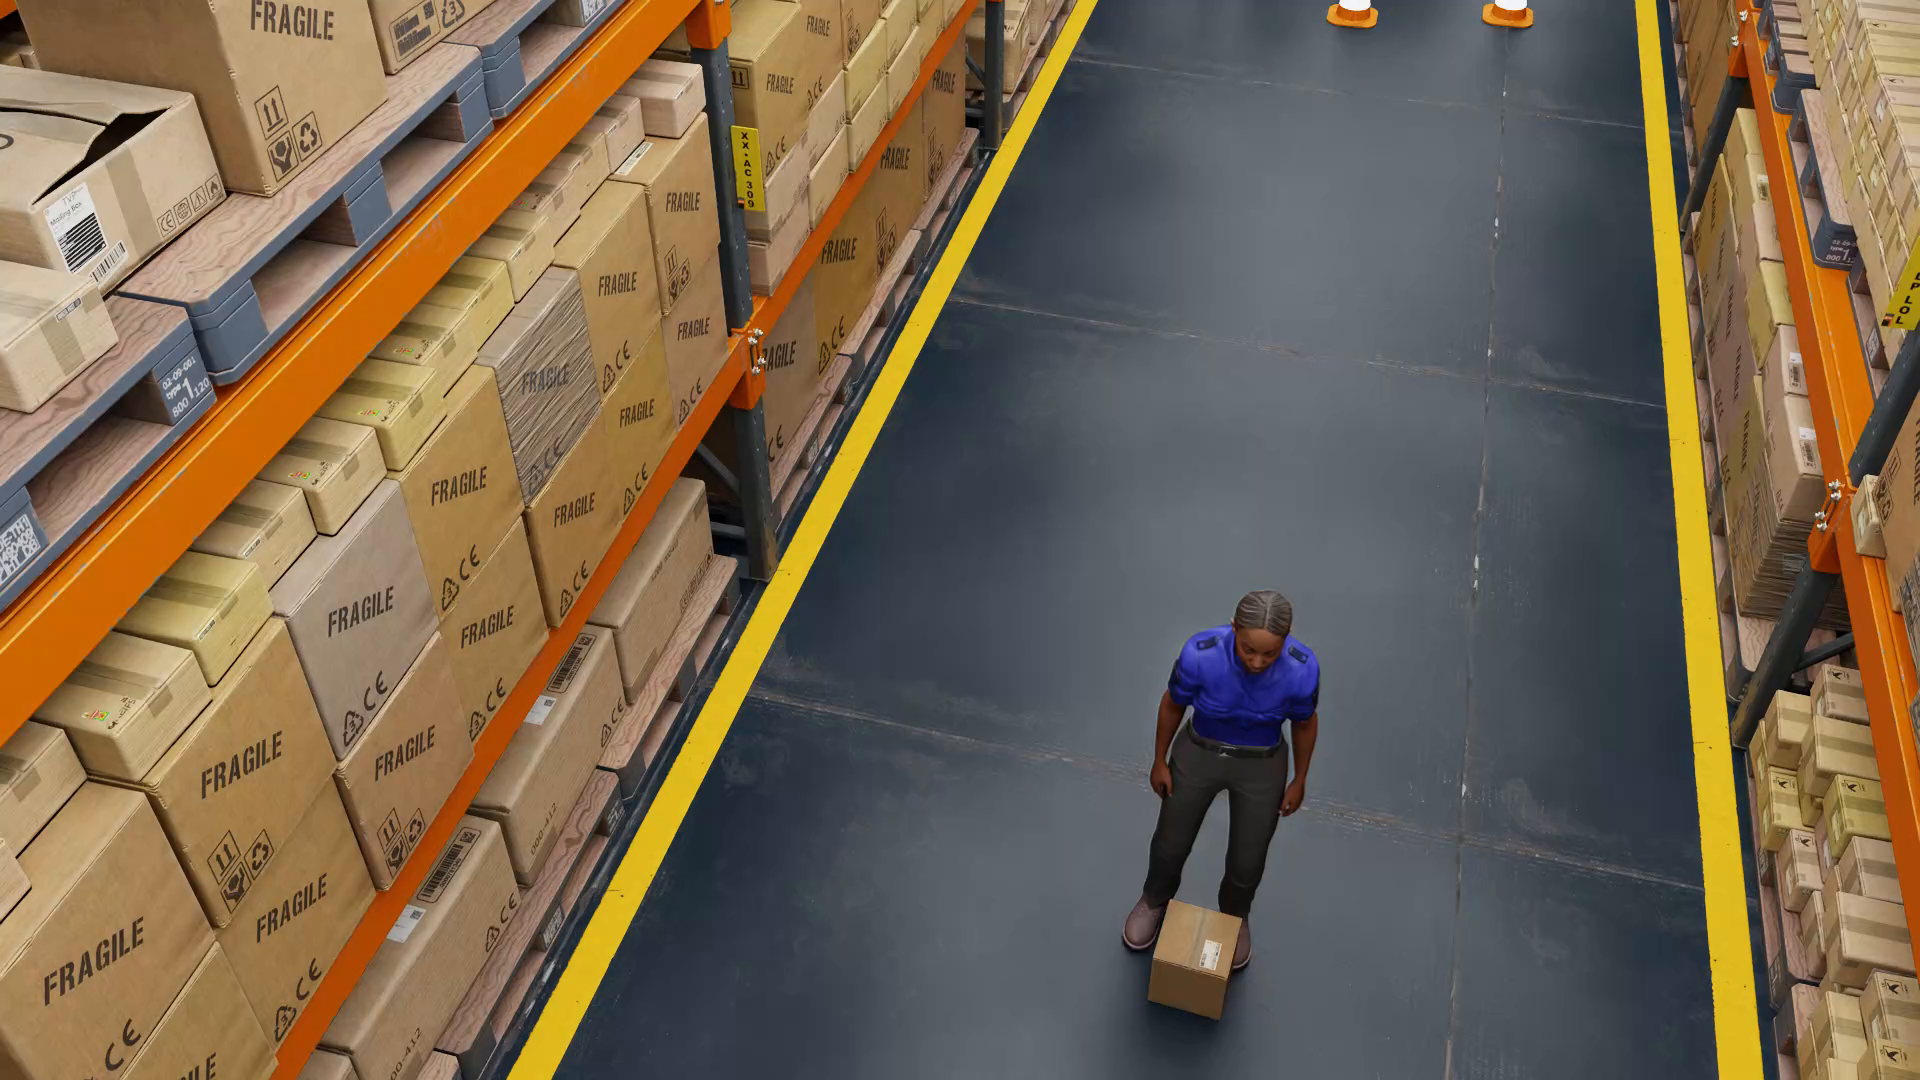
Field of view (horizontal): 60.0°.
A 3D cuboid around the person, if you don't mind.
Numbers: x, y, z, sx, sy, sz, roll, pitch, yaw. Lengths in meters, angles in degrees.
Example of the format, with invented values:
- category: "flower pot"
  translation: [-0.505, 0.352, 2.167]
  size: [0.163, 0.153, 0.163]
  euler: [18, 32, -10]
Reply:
- category: "person"
  translation: [0.848, 0.736, 5.324]
  size: [0.530, 1.653, 0.352]
  euler: [8, 42, 9]
